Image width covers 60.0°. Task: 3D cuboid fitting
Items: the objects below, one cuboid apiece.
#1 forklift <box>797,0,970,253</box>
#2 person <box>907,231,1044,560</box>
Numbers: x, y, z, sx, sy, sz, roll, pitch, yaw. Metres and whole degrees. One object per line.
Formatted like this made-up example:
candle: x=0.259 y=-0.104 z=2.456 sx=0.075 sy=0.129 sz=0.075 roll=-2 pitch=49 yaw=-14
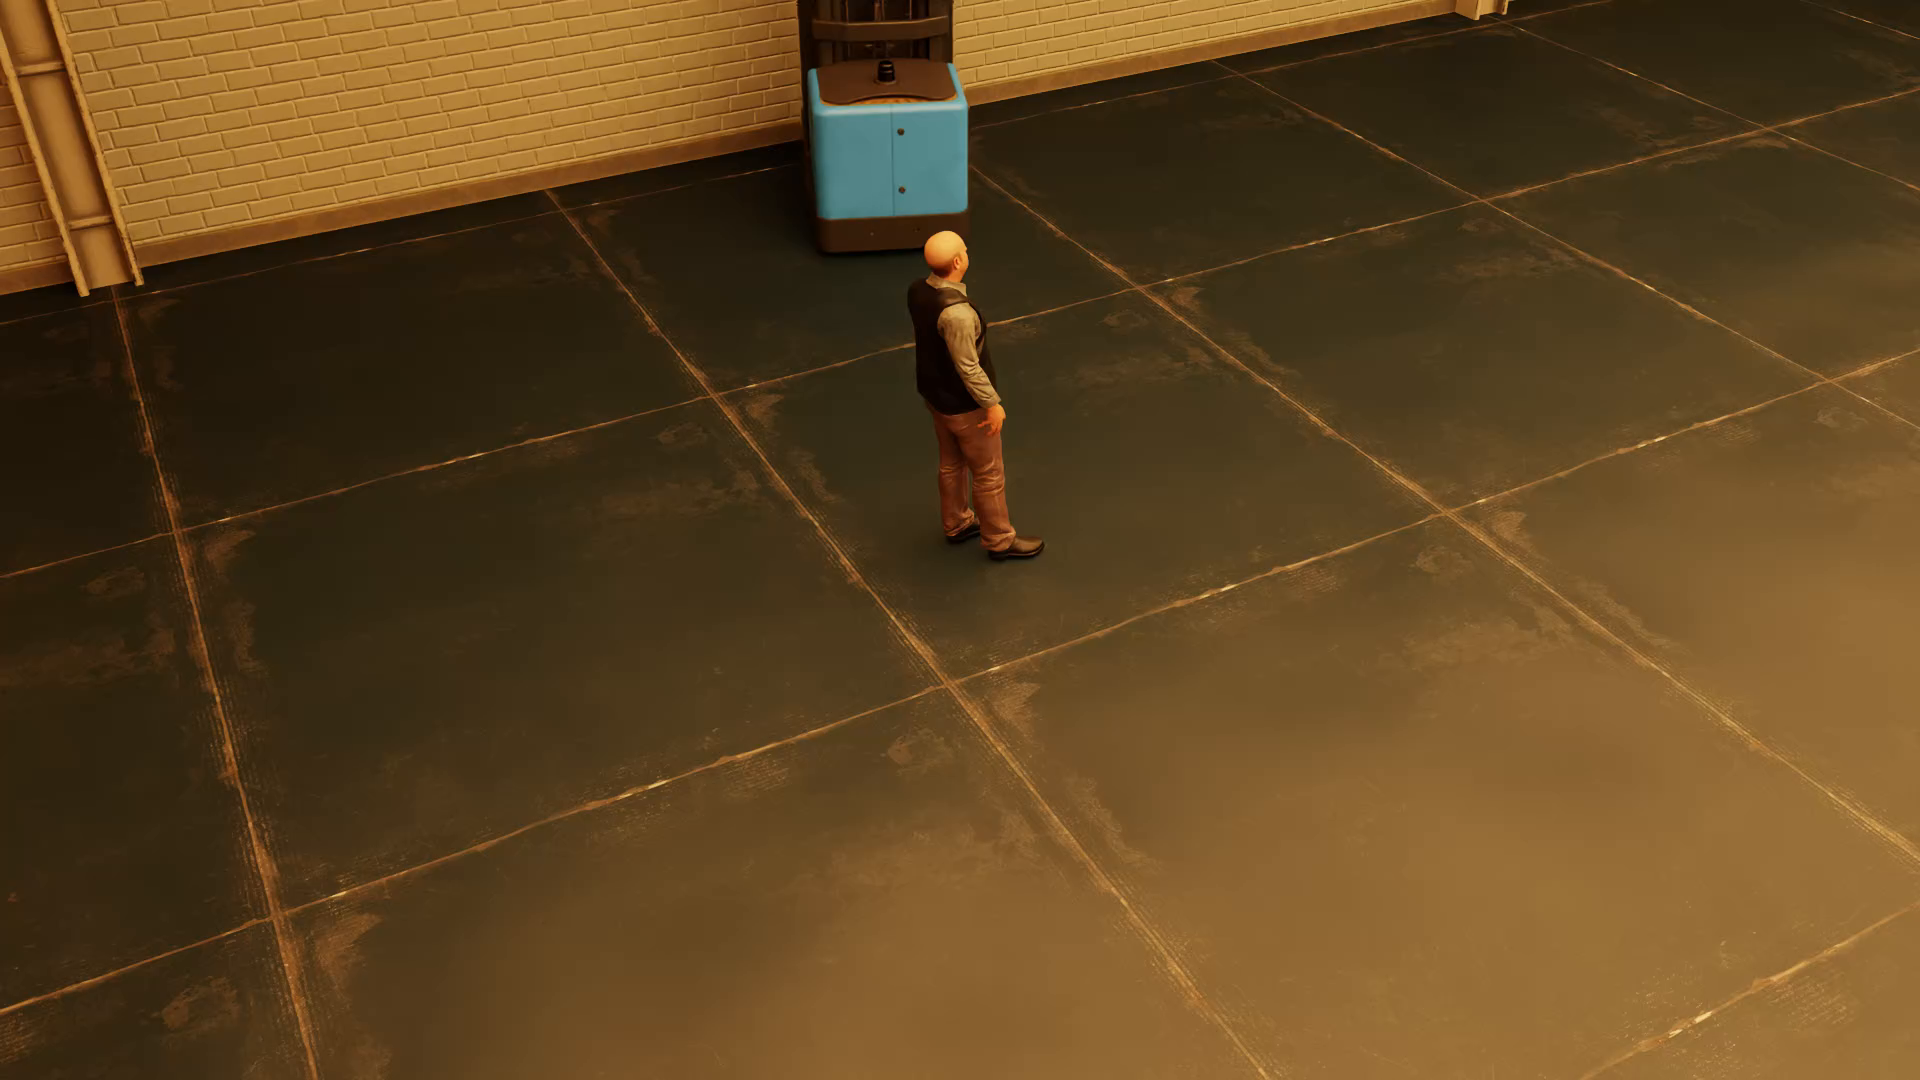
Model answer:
forklift: x=-0.623 y=-3.988 z=11.764 sx=1.130 sy=2.935 sz=3.031 roll=-4 pitch=35 yaw=-6
person: x=0.059 y=-0.723 z=8.180 sx=0.566 sy=1.722 sz=0.634 roll=-17 pitch=39 yaw=-23
